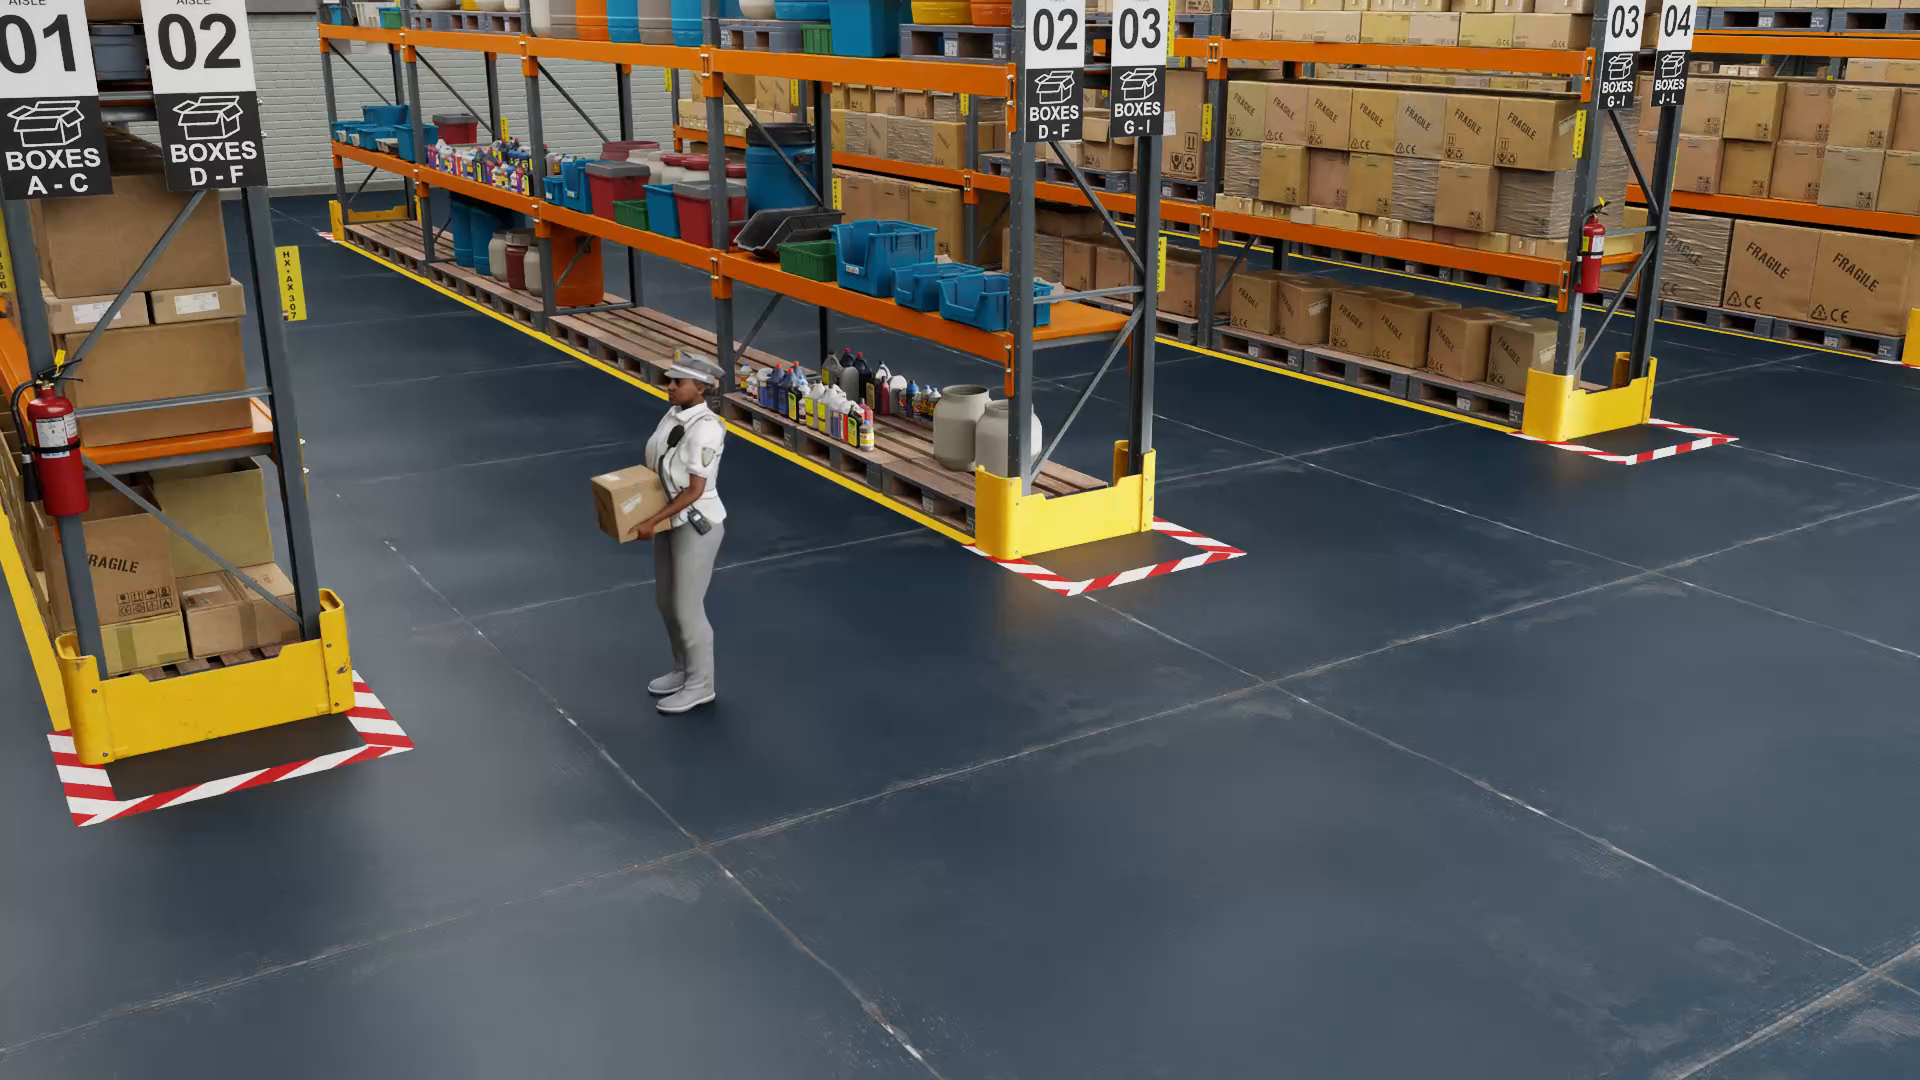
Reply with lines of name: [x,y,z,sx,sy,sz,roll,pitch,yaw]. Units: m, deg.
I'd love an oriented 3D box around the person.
person: [-1.327,-0.047,7.663,0.540,1.683,0.450,-11,21,-31]
